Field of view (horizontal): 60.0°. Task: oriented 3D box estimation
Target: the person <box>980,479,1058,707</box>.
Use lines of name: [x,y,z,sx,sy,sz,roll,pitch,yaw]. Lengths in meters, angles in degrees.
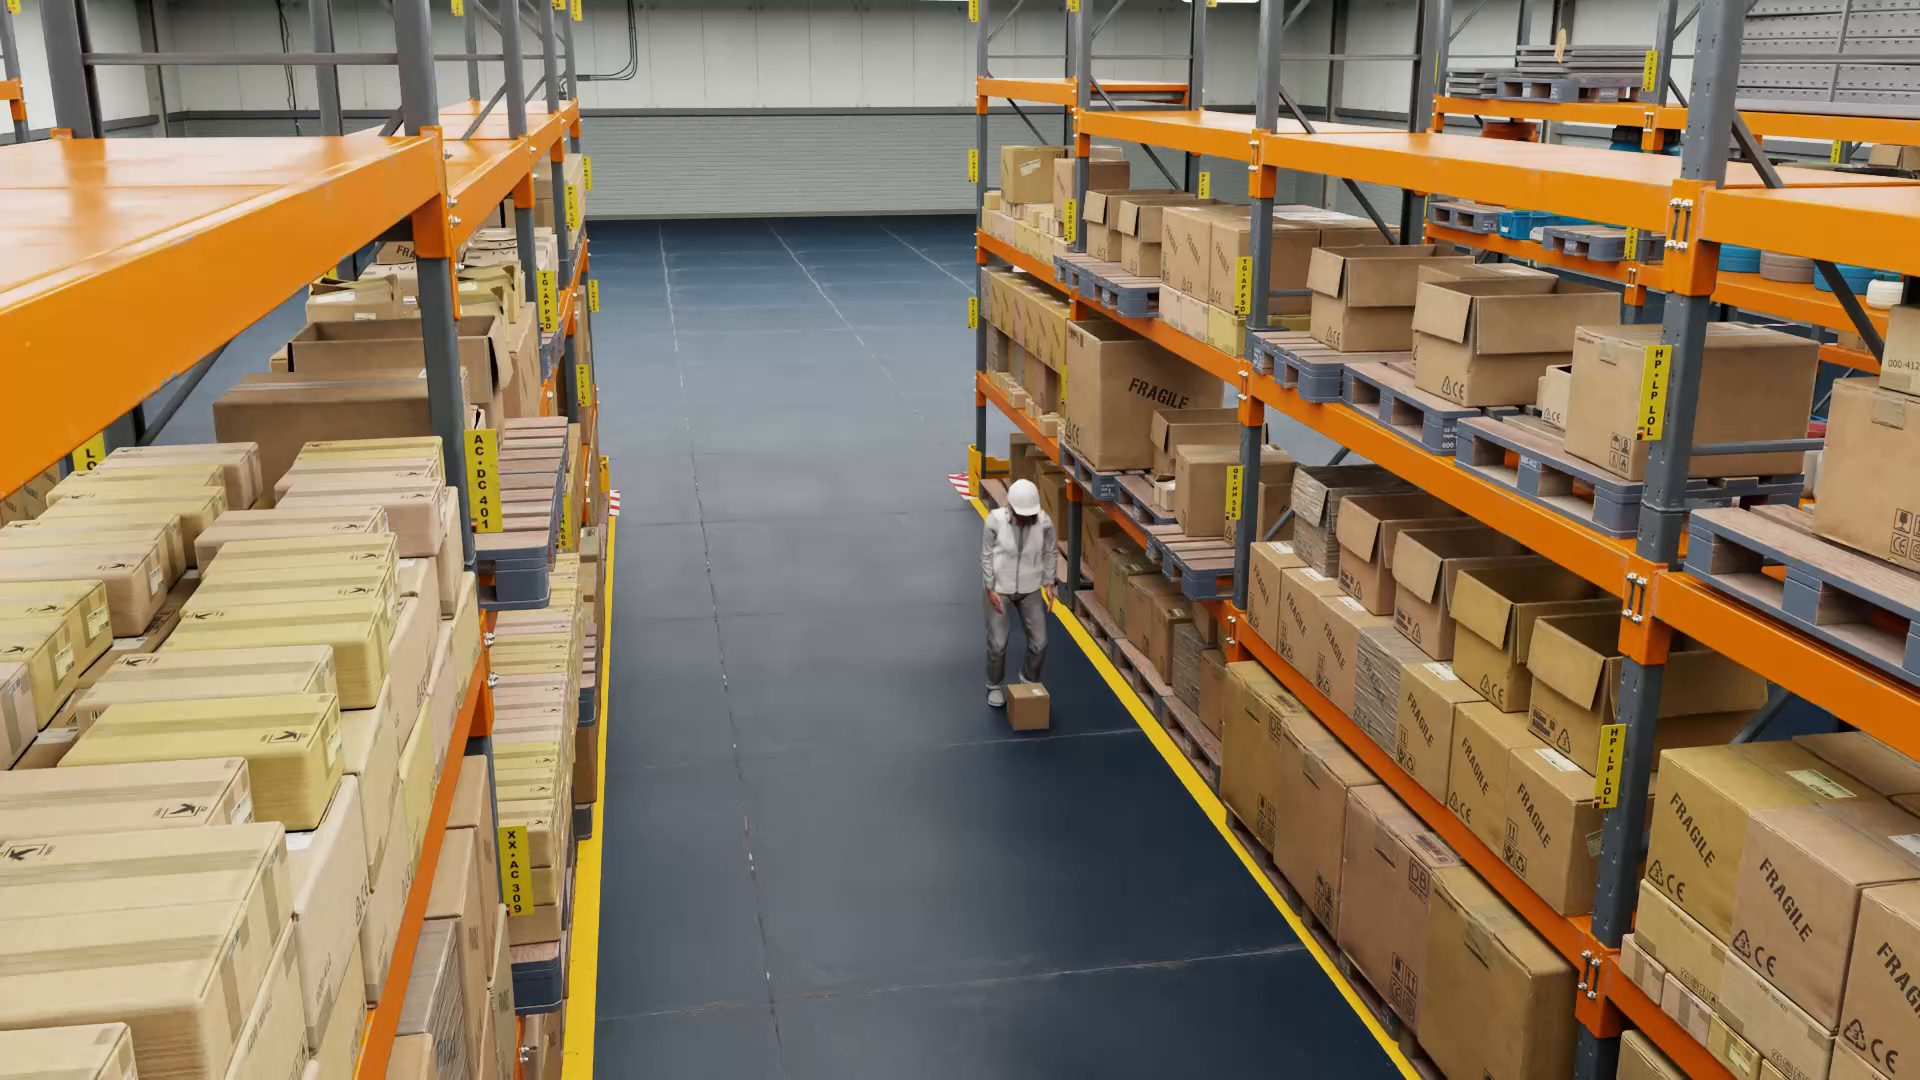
person: [0.423,0.357,11.918,0.567,1.695,0.516,-3,16,-9]
